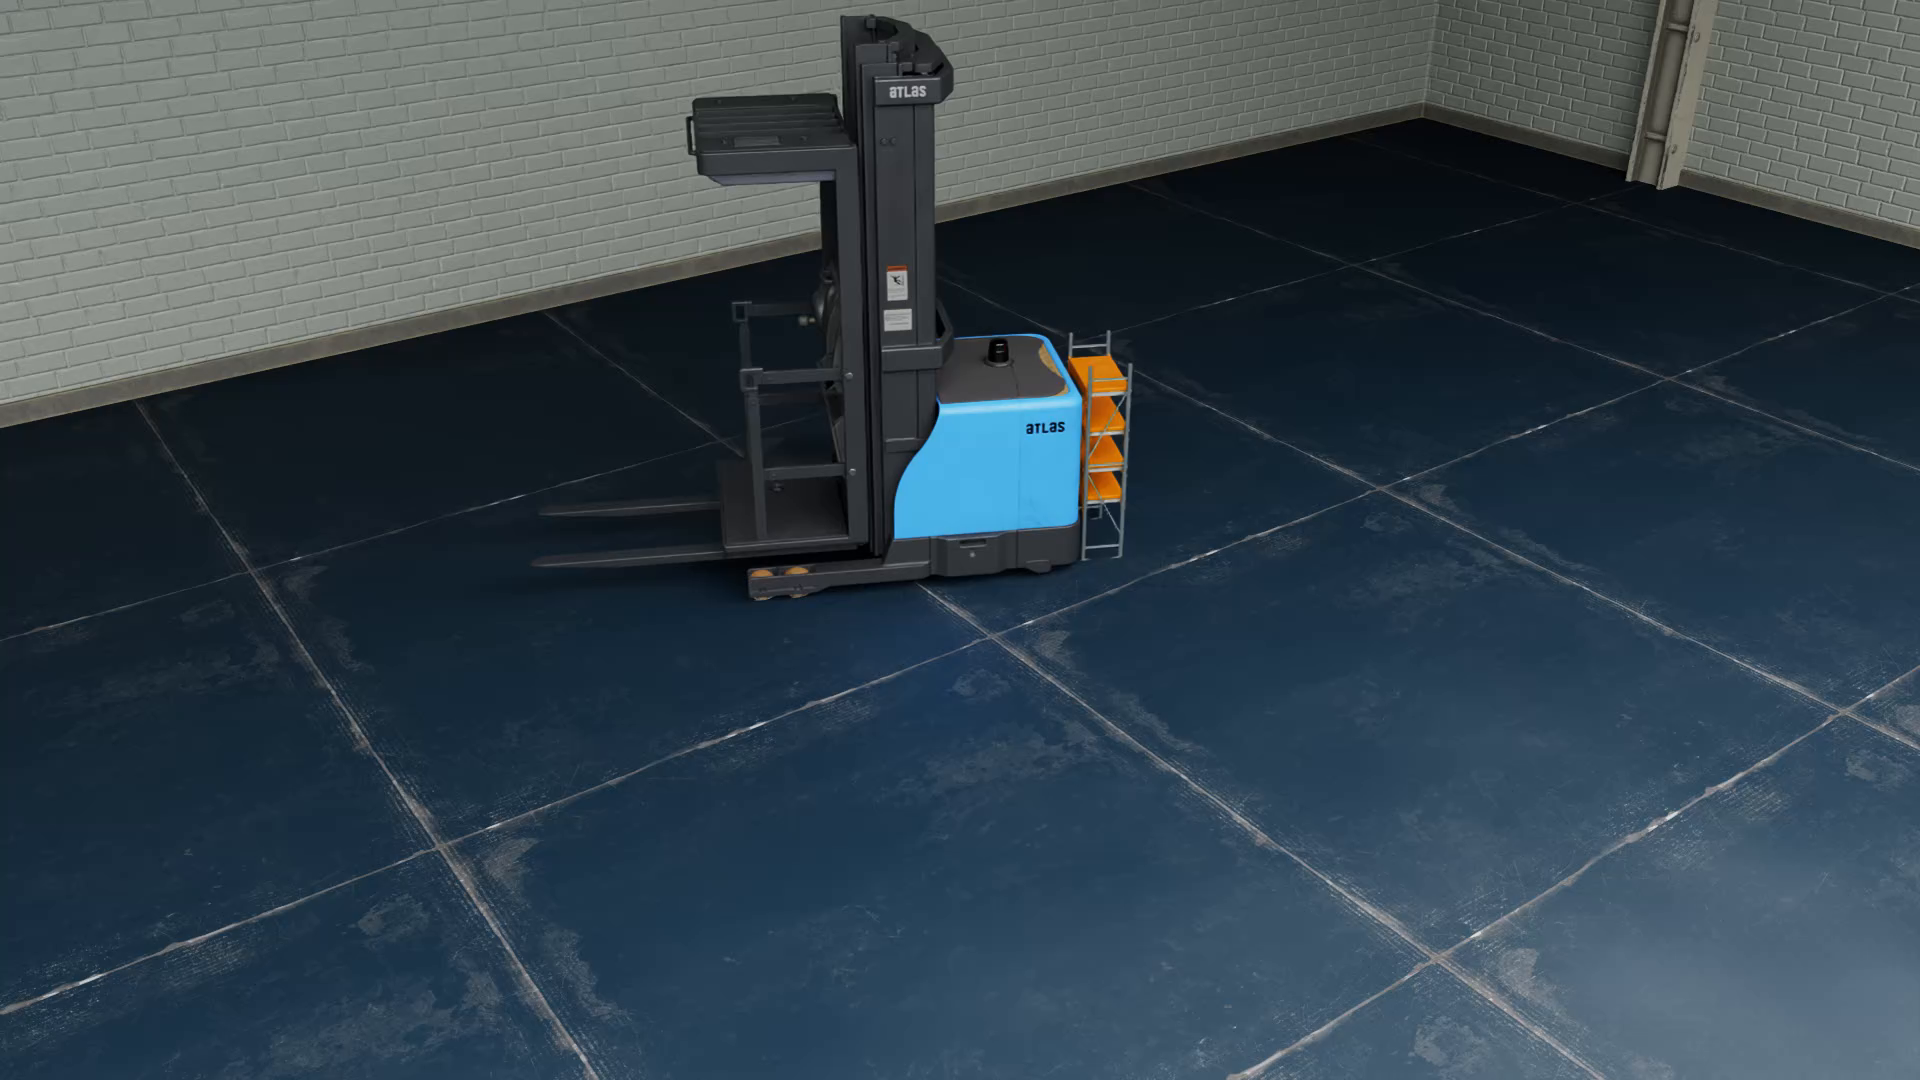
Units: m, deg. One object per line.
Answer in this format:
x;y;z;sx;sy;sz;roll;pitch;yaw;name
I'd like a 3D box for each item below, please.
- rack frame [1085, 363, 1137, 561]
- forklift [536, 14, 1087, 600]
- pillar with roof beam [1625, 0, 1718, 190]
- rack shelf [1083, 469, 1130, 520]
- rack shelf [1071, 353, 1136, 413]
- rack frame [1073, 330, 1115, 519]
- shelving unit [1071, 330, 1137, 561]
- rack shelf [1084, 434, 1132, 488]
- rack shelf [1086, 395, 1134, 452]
0.837;-0.420;9.267;0.240;1.200;0.015;-4;29;-8;rack frame
-0.863;-1.229;8.942;3.031;2.935;1.130;-4;29;-8;forklift
3.213;-6.235;11.801;9.100;9.000;0.400;-19;34;-31;pillar with roof beam
0.798;-0.302;9.605;0.258;0.148;0.480;-4;29;-8;rack shelf
0.799;-0.881;9.291;0.258;0.148;0.480;-4;29;-8;rack shelf
0.759;-0.650;9.690;0.240;1.200;0.015;-4;29;-8;rack frame
0.798;-0.535;9.478;0.258;1.200;0.503;-4;29;-8;shelving unit
0.798;-0.476;9.510;0.258;0.148;0.480;-4;29;-8;rack shelf
0.798;-0.673;9.404;0.258;0.148;0.480;-4;29;-8;rack shelf
